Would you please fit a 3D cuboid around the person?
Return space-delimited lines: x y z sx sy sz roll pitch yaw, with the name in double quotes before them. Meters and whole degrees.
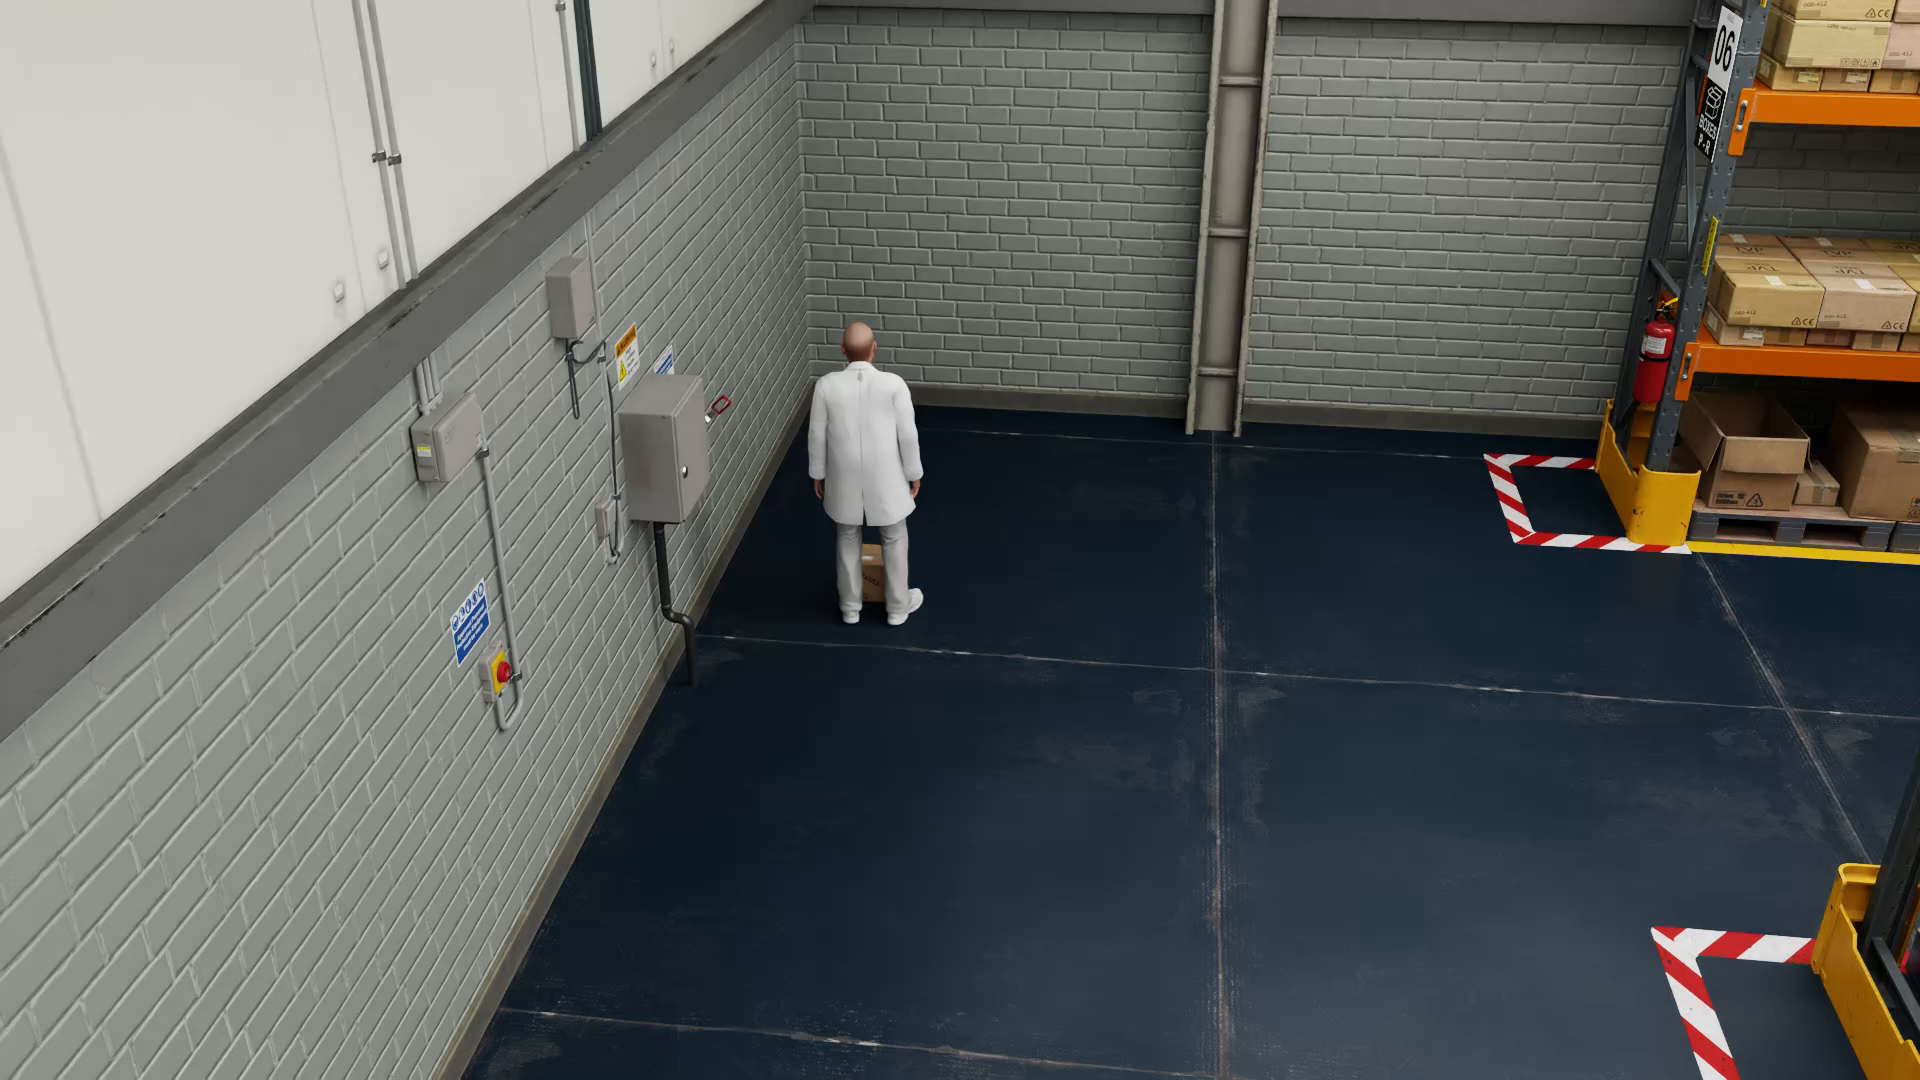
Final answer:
"person" -0.505 -0.345 9.323 0.641 1.739 0.430 3 28 6
